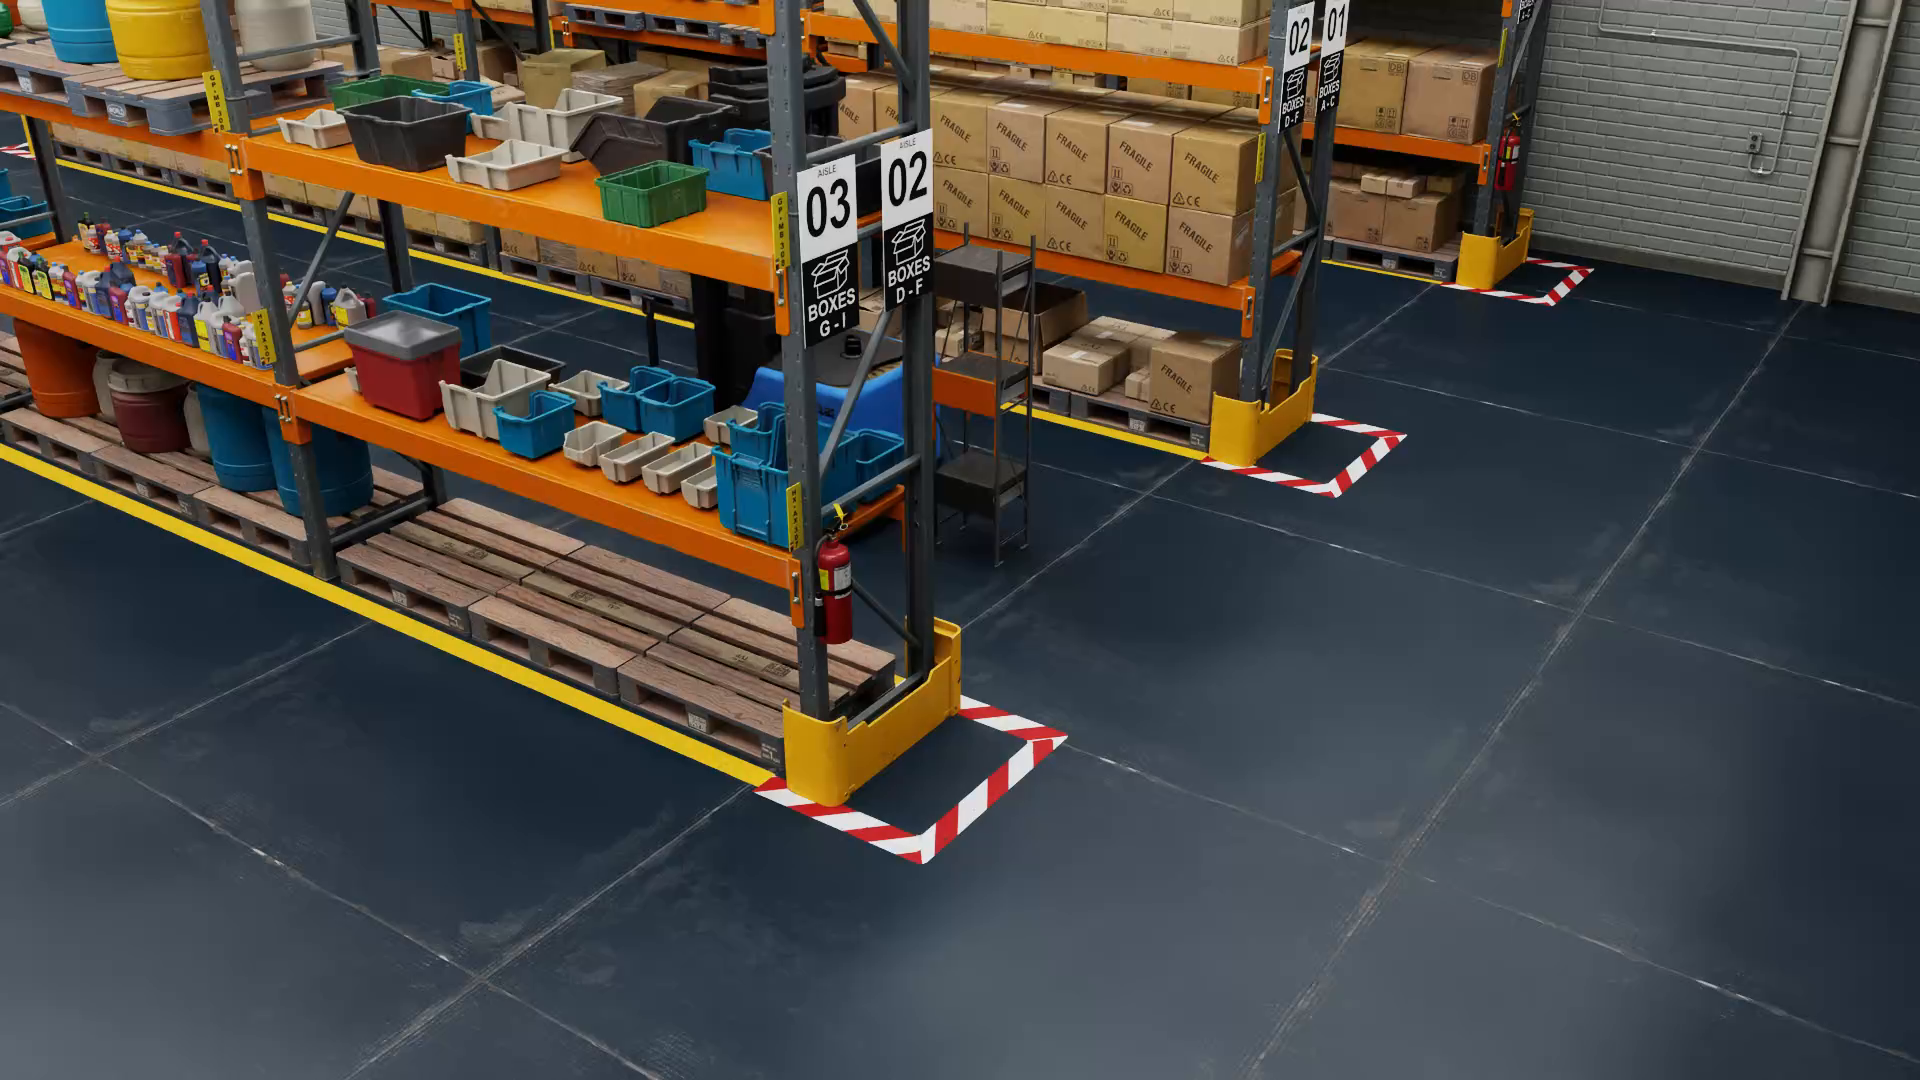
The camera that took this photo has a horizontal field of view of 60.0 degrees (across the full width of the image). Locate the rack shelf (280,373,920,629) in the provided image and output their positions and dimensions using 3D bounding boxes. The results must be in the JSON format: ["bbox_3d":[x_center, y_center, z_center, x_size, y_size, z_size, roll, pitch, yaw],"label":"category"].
[{"bbox_3d":[-2.118,-0.436,9.366,4.000,0.370,1.077,17,32,30],"label":"rack shelf"}]

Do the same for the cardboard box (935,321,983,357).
[{"bbox_3d":[-0.017,-1.647,13.592,0.250,0.166,0.380,17,32,30],"label":"cardboard box"}]

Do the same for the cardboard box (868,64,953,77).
[{"bbox_3d":[-0.396,-3.578,13.535,0.500,0.500,0.500,17,32,31],"label":"cardboard box"}]

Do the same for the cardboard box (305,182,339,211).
[{"bbox_3d":[-6.512,-3.677,17.510,0.500,0.250,0.500,16,31,29],"label":"cardboard box"}]

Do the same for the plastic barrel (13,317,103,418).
[{"bbox_3d":[-6.651,-1.398,12.393,0.708,0.830,0.600,17,32,30],"label":"plastic barrel"}]

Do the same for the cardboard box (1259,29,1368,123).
[{"bbox_3d":[3.484,-4.589,16.404,0.700,0.700,0.980,16,31,28],"label":"cardboard box"}]

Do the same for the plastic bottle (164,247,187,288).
[{"bbox_3d":[-5.476,-1.906,11.590,0.133,0.283,0.061,17,32,30],"label":"plastic bottle"}]

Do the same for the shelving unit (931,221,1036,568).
[{"bbox_3d":[0.136,-0.893,10.464,0.503,2.100,0.431,17,32,30],"label":"shelving unit"}]

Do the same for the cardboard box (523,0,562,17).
[{"bbox_3d":[-5.314,-6.978,21.572,0.500,0.250,0.500,17,32,30],"label":"cardboard box"}]

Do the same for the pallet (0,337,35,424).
[{"bbox_3d":[-7.680,-1.268,13.282,1.213,0.211,1.003,17,32,30],"label":"pallet"}]

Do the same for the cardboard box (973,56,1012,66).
[{"bbox_3d":[0.484,-5.443,17.953,0.500,0.500,0.500,17,32,30],"label":"cardboard box"}]

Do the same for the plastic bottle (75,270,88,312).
[{"bbox_3d":[-5.858,-1.671,11.142,0.097,0.271,0.097,0,27,0],"label":"plastic bottle"}]

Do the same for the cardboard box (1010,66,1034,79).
[{"bbox_3d":[0.743,-5.037,17.869,0.250,0.149,0.380,17,32,30],"label":"cardboard box"}]

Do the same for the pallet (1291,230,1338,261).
[{"bbox_3d":[3.435,-3.193,17.066,1.213,0.211,1.003,17,32,30],"label":"pallet"}]

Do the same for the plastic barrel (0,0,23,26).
[{"bbox_3d":[-6.597,-3.865,11.069,0.708,0.830,0.600,17,32,30],"label":"plastic barrel"}]

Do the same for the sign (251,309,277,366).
[{"bbox_3d":[-4.079,-1.188,9.746,0.005,0.325,0.100,17,32,30],"label":"sign"}]

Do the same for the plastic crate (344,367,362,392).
[{"bbox_3d":[-3.464,-1.006,9.918,0.243,0.136,0.396,17,32,30],"label":"plastic crate"}]

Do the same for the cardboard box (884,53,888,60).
[{"bbox_3d":[-0.663,-5.540,18.858,0.250,0.149,0.380,17,32,30],"label":"cardboard box"}]

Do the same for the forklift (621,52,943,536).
[{"bbox_3d":[-1.601,-1.848,11.424,3.031,2.935,1.130,19,32,32],"label":"forklift"}]

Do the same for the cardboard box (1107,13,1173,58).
[{"bbox_3d":[1.360,-3.529,11.510,0.500,0.250,0.500,17,32,30],"label":"cardboard box"}]

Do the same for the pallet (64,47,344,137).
[{"bbox_3d":[-4.468,-2.687,9.898,1.003,0.211,1.213,17,32,30],"label":"pallet"}]

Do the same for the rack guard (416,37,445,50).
[{"bbox_3d":[-7.986,-6.922,24.074,0.348,0.500,1.175,17,32,30],"label":"rack guard"}]

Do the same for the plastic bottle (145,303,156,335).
[{"bbox_3d":[-5.213,-1.439,10.764,0.097,0.201,0.097,0,27,0],"label":"plastic bottle"}]

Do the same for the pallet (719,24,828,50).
[{"bbox_3d":[-2.102,-6.059,19.833,1.003,0.211,1.213,17,32,30],"label":"pallet"}]

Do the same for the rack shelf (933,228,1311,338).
[{"bbox_3d":[0.690,-2.287,13.003,4.000,0.370,1.077,17,32,30],"label":"rack shelf"}]

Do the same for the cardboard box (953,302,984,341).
[{"bbox_3d":[0.290,-1.886,13.901,0.500,0.311,0.500,17,32,30],"label":"cardboard box"}]

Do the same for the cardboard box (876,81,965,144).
[{"bbox_3d":[-0.304,-3.252,12.895,0.500,0.500,0.500,16,31,29],"label":"cardboard box"}]

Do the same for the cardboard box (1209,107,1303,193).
[{"bbox_3d":[2.122,-2.796,11.999,0.500,0.500,0.500,18,32,32],"label":"cardboard box"}]

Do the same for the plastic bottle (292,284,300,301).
[{"bbox_3d":[-4.394,-1.602,11.083,0.097,0.201,0.097,0,27,0],"label":"plastic bottle"}]

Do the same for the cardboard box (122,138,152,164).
[{"bbox_3d":[-9.299,-4.557,19.240,0.500,0.250,0.500,17,32,30],"label":"cardboard box"}]

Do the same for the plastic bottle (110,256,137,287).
[{"bbox_3d":[-5.642,-1.736,11.182,0.185,0.351,0.144,17,32,30],"label":"plastic bottle"}]

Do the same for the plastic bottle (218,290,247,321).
[{"bbox_3d":[-4.628,-1.415,10.552,0.185,0.351,0.144,17,32,30],"label":"plastic bottle"}]

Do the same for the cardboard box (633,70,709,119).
[{"bbox_3d":[-2.450,-3.783,14.577,0.500,0.500,0.700,9,28,18],"label":"cardboard box"}]

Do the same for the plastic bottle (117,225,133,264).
[{"bbox_3d":[-6.053,-2.150,12.082,0.097,0.271,0.097,0,27,0],"label":"plastic bottle"}]

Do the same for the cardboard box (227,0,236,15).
[{"bbox_3d":[-7.923,-5.909,17.788,0.500,0.500,0.700,17,32,31],"label":"cardboard box"}]

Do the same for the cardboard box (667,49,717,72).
[{"bbox_3d":[-3.340,-6.017,20.985,0.500,0.250,0.500,16,31,29],"label":"cardboard box"}]

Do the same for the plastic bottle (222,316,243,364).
[{"bbox_3d":[-4.491,-1.241,10.283,0.133,0.283,0.061,17,32,30],"label":"plastic bottle"}]

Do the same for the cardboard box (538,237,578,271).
[{"bbox_3d":[-3.608,-2.874,15.635,0.500,0.500,0.500,16,31,29],"label":"cardboard box"}]

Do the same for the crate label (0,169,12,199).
[{"bbox_3d":[-7.729,-2.669,12.922,0.616,0.435,0.502,17,32,30],"label":"crate label"}]

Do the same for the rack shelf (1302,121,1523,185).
[{"bbox_3d":[3.491,-4.139,16.644,4.000,0.370,1.077,17,32,30],"label":"rack shelf"}]

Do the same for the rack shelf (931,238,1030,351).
[{"bbox_3d":[0.136,-1.505,10.153,0.480,0.518,0.431,17,32,30],"label":"rack shelf"}]

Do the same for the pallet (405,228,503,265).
[{"bbox_3d":[-4.913,-3.131,16.944,1.213,0.211,1.003,17,32,30],"label":"pallet"}]

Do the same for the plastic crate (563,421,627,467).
[{"bbox_3d":[-1.973,-0.505,8.933,0.250,0.136,0.298,17,32,30],"label":"plastic crate"}]

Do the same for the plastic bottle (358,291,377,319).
[{"bbox_3d":[-3.827,-1.471,10.737,0.133,0.283,0.061,17,32,30],"label":"plastic bottle"}]

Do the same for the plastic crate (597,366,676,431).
[{"bbox_3d":[-1.819,-0.796,9.400,0.300,0.233,0.416,17,32,30],"label":"plastic crate"}]

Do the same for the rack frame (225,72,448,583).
[{"bbox_3d":[-3.766,-1.270,10.212,0.127,3.000,1.000,17,32,30],"label":"rack frame"}]

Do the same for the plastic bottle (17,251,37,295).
[{"bbox_3d":[-6.424,-1.843,11.466,0.133,0.283,0.061,17,32,30],"label":"plastic bottle"}]

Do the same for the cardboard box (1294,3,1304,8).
[{"bbox_3d":[2.062,-3.816,11.521,0.500,0.250,0.500,17,32,30],"label":"cardboard box"}]

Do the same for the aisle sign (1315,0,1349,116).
[{"bbox_3d":[2.561,-3.344,11.422,0.004,0.787,0.394,17,32,30],"label":"aisle sign"}]

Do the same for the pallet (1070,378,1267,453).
[{"bbox_3d":[1.618,-1.075,12.903,1.213,0.211,1.003,17,32,30],"label":"pallet"}]

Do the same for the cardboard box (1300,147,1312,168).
[{"bbox_3d":[3.468,-3.884,16.926,0.250,0.149,0.380,17,31,29],"label":"cardboard box"}]

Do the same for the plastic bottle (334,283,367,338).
[{"bbox_3d":[-3.906,-1.470,10.659,0.185,0.351,0.144,17,32,30],"label":"plastic bottle"}]

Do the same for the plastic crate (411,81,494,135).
[{"bbox_3d":[-2.835,-2.418,9.345,0.300,0.233,0.416,17,32,30],"label":"plastic crate"}]

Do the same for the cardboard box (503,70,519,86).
[{"bbox_3d":[-6.059,-6.372,22.895,0.250,0.149,0.380,15,30,26],"label":"cardboard box"}]

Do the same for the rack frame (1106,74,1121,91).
[{"bbox_3d":[1.843,-4.974,17.490,0.127,3.000,1.000,17,32,30],"label":"rack frame"}]

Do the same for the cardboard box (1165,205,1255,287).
[{"bbox_3d":[1.815,-2.151,11.834,0.500,0.500,0.500,18,32,32],"label":"cardboard box"}]
